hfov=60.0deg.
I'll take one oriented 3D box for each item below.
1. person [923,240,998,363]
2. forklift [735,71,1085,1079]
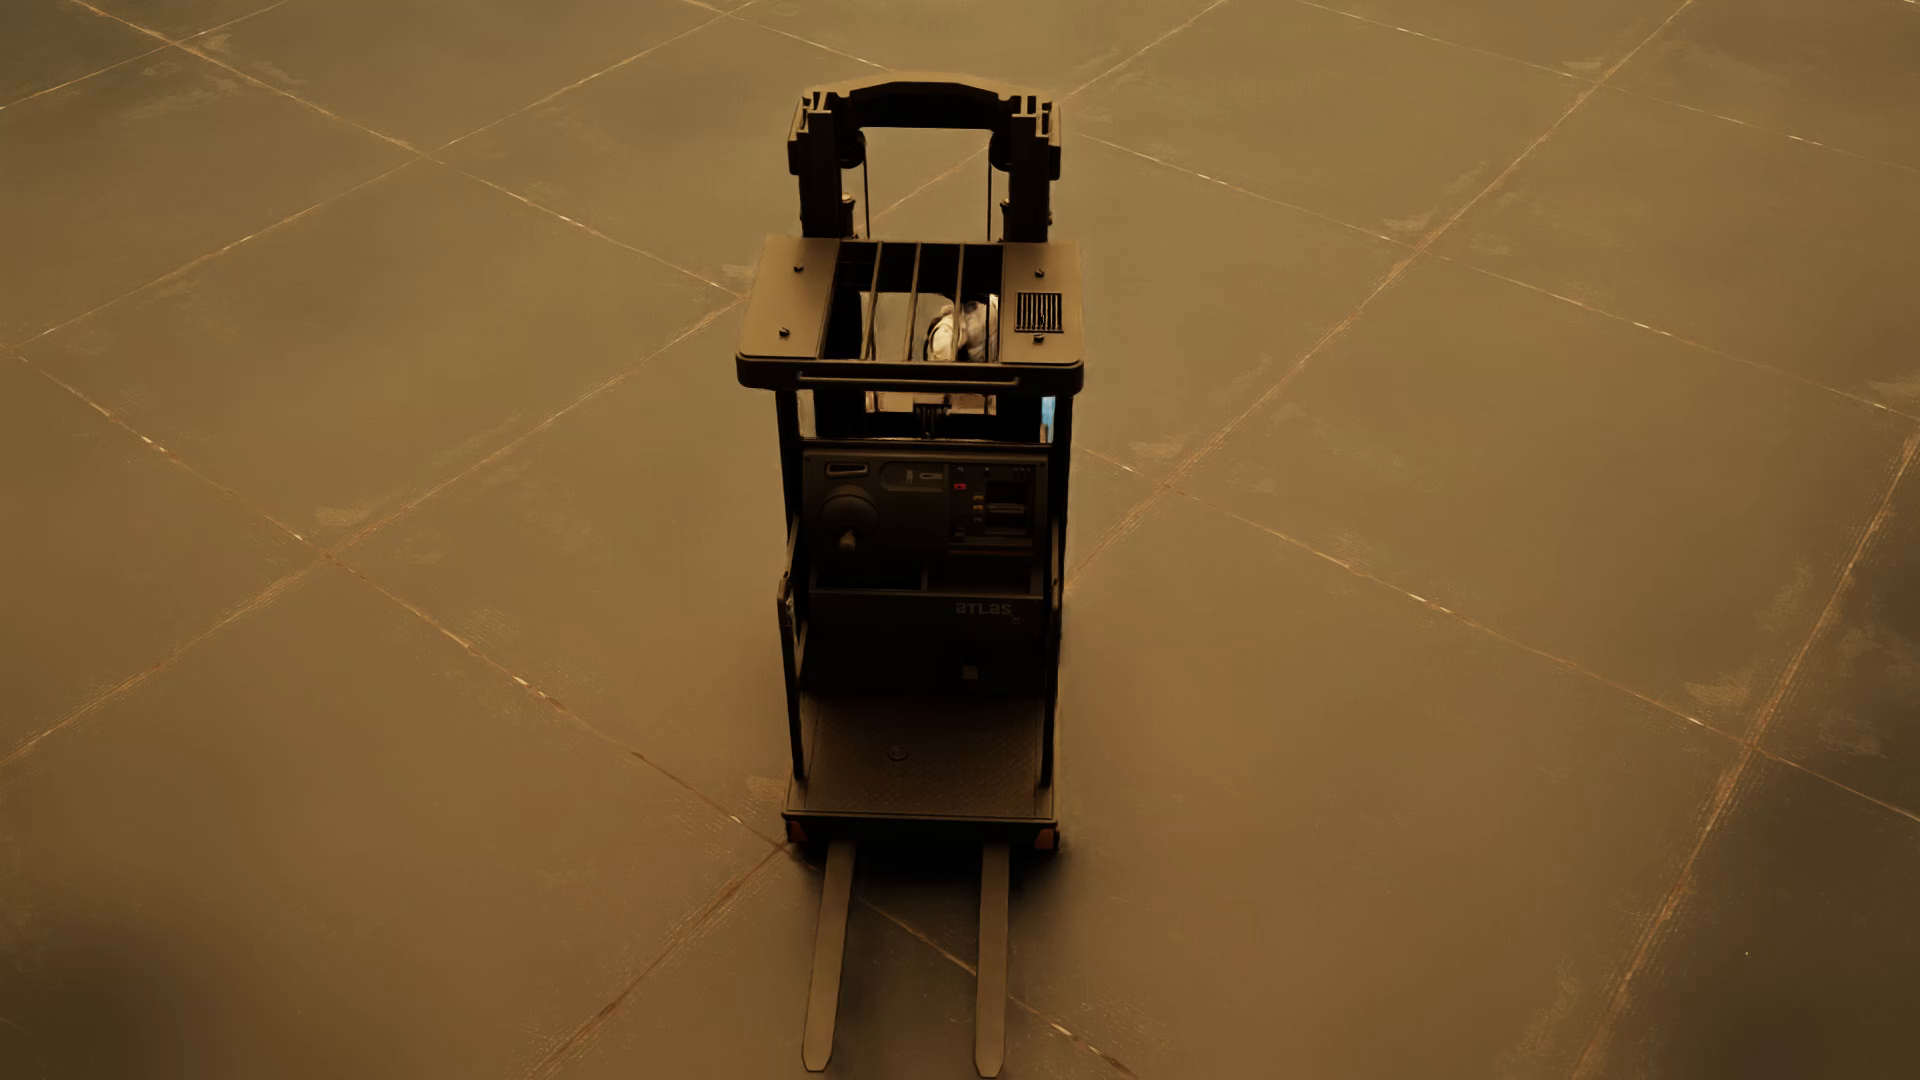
[{"bbox_3d":[-0.045,-0.686,7.821,0.530,1.694,0.568,26,47,28],"label":"person"},{"bbox_3d":[-0.144,-0.061,6.146,1.121,2.935,3.031,2,40,2],"label":"forklift"}]
